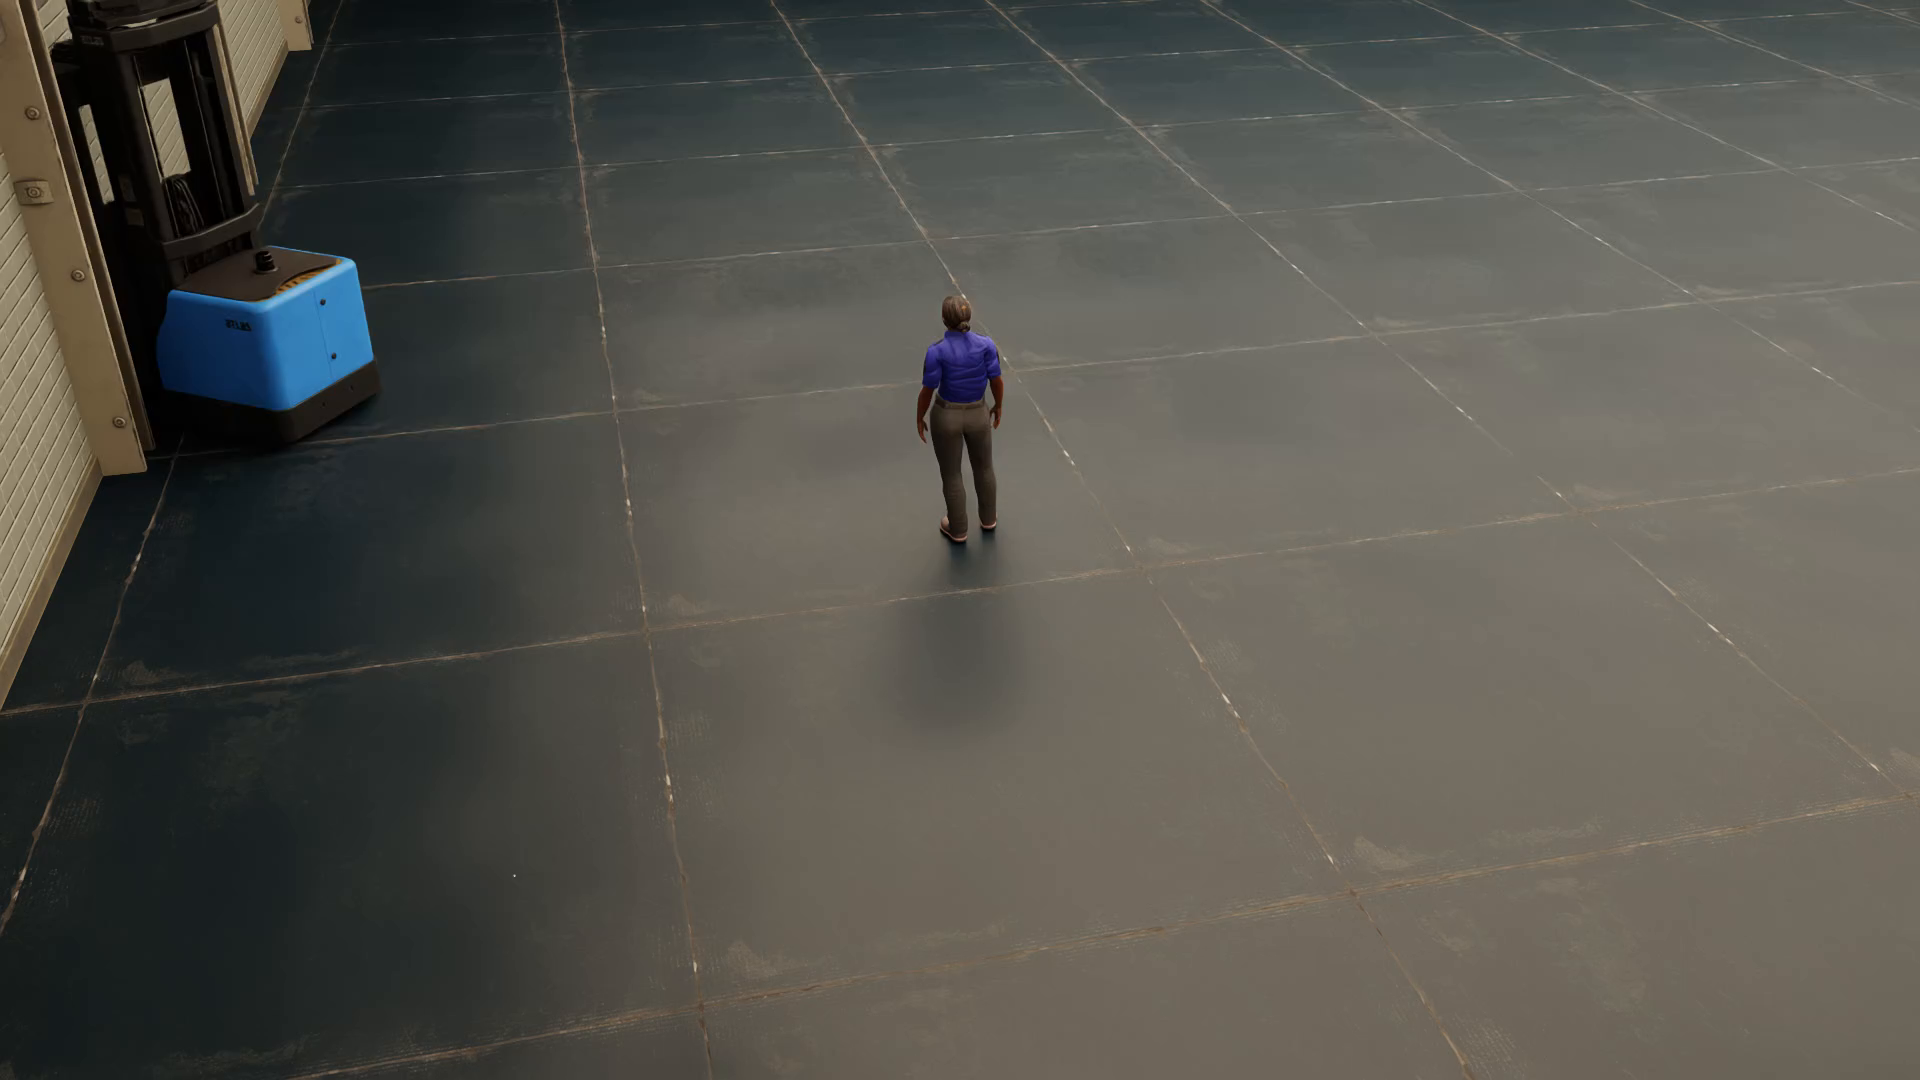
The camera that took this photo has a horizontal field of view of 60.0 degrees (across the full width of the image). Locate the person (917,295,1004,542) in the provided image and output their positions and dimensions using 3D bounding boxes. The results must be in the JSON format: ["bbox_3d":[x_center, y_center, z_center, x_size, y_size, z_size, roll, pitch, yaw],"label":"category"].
[{"bbox_3d":[-0.001,-0.767,10.160,0.569,1.654,0.504,-7,31,-12],"label":"person"}]

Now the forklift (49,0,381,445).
[{"bbox_3d":[-5.848,-2.385,11.694,3.031,2.935,1.130,11,32,18],"label":"forklift"}]
